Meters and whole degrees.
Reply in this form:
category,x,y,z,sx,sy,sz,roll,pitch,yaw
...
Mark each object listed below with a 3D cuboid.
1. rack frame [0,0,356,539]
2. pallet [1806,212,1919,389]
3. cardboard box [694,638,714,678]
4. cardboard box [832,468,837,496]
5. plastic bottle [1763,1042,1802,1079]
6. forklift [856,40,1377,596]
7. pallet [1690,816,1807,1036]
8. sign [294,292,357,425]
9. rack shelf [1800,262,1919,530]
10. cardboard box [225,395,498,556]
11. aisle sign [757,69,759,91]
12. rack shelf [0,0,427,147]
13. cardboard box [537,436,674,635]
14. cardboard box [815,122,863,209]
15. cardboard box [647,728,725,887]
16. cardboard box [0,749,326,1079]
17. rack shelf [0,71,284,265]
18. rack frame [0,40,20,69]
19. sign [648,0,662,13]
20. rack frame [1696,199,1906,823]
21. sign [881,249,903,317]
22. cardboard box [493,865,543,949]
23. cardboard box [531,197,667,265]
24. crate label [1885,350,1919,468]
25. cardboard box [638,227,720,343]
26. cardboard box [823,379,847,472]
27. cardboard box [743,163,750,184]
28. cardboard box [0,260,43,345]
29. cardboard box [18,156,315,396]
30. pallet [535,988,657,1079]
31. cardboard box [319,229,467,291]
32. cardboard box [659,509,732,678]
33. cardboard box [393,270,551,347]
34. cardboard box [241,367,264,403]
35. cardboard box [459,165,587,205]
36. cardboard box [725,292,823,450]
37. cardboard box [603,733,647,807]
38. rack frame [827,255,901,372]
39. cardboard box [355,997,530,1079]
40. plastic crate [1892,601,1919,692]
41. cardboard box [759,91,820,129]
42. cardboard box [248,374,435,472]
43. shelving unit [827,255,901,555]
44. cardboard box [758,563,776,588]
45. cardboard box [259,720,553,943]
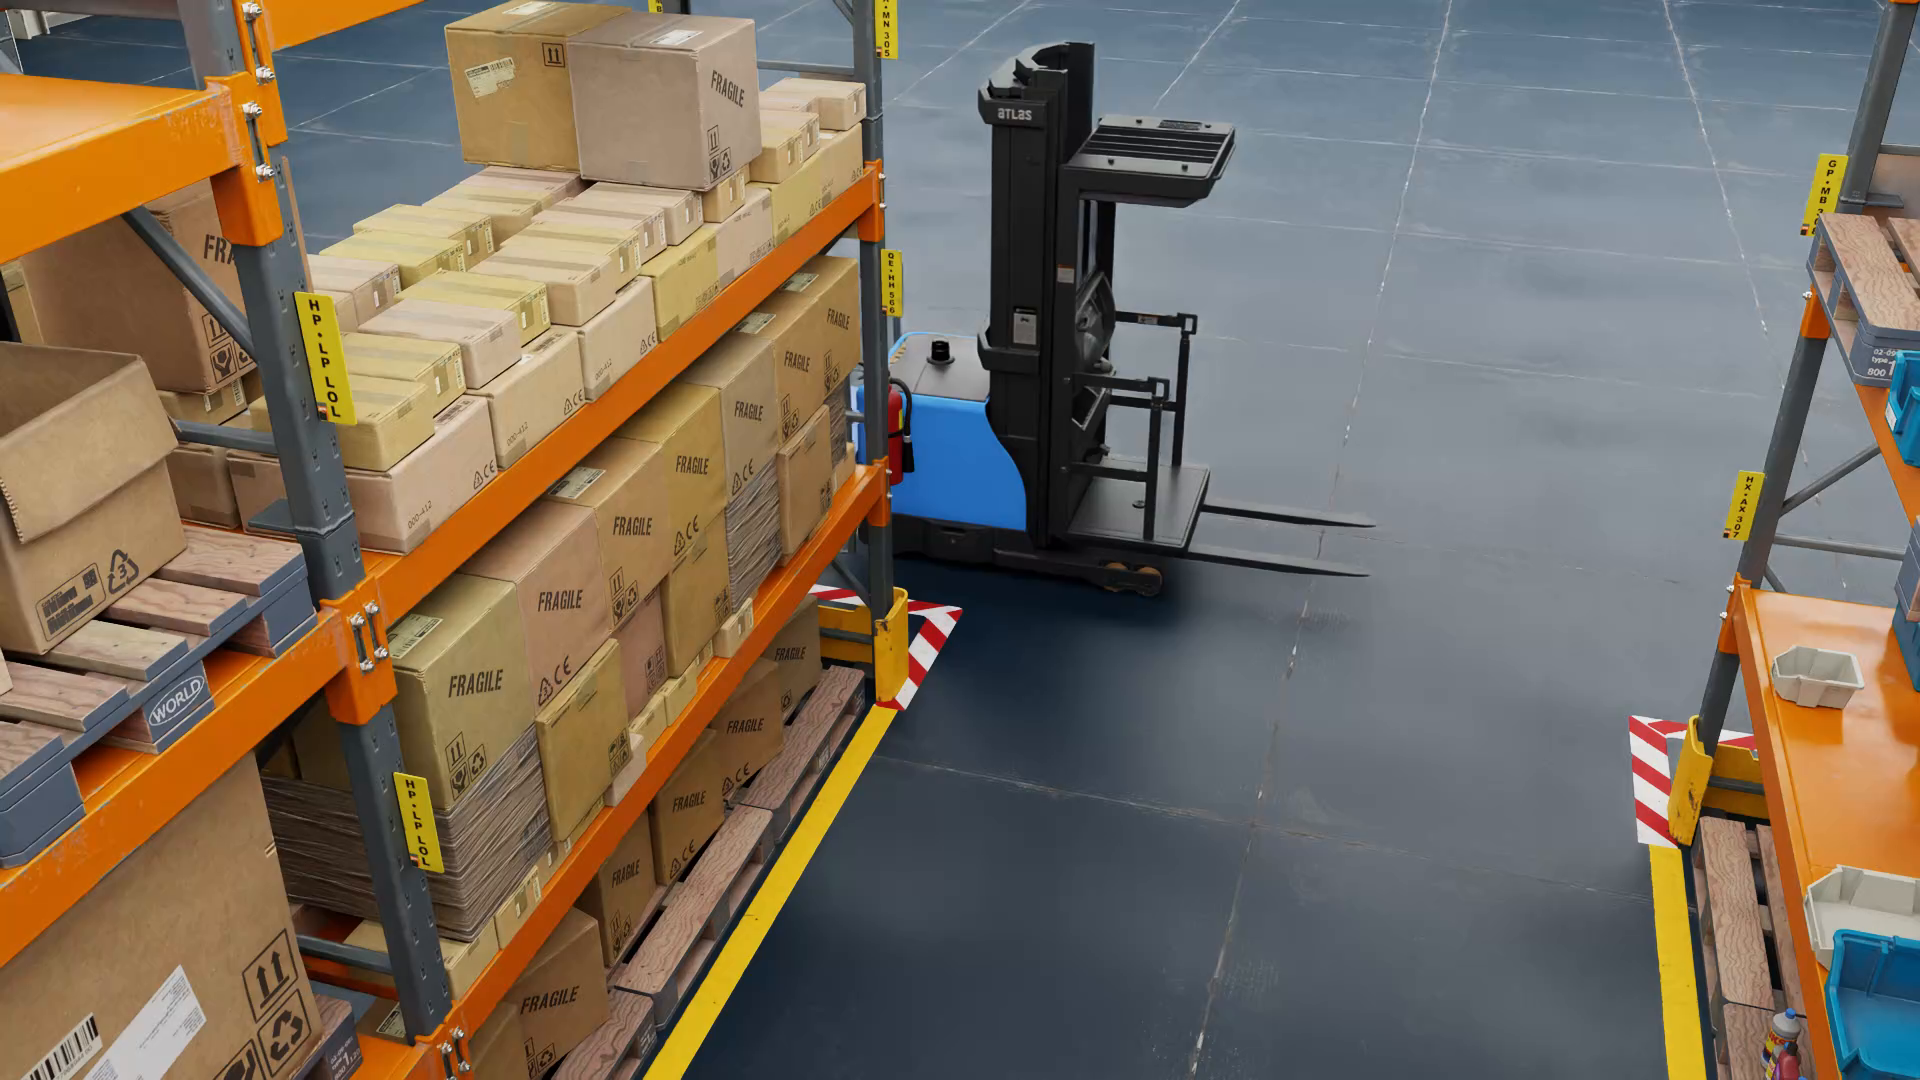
category,x,y,z,sx,sy,sz,roll,pitch,yaw
rack frame,-2.019,-1.414,3.535,1.000,3.000,0.127,8,30,15
pallet,3.553,-0.802,5.715,1.003,0.211,1.213,8,30,15
cardboard box,-1.211,0.439,6.634,0.380,0.149,0.250,8,30,15
cardboard box,-0.805,-0.263,7.896,0.380,0.149,0.250,8,30,15
plastic bottle,3.029,1.933,6.116,0.097,0.201,0.097,0,29,0
forklift,0.958,-1.242,9.467,3.031,2.935,1.130,8,30,14
pallet,3.669,1.693,6.989,1.003,0.211,1.213,8,30,15
sign,-1.487,-0.424,3.903,0.100,0.325,0.005,8,30,15
rack shelf,3.303,-0.011,4.839,1.077,0.370,4.000,8,30,15
cardboard box,-1.642,-0.210,4.611,0.500,0.250,0.500,7,30,13
aisle sign,-1.114,-1.859,7.832,0.394,0.787,0.004,8,30,15
rack shelf,-1.432,-2.027,5.381,1.077,0.370,4.000,8,30,15
cardboard box,-1.351,-0.041,5.800,0.500,0.500,0.500,8,30,15
cardboard box,-0.744,-1.636,7.174,0.500,0.250,0.500,9,30,16
cardboard box,-1.389,1.116,7.297,0.500,0.500,0.500,11,31,20
cardboard box,-2.386,1.111,4.118,1.000,1.000,1.000,9,30,15
rack shelf,-2.606,0.005,2.136,1.077,0.370,4.000,8,30,15
rack frame,-5.557,-1.406,9.692,1.000,3.000,0.127,8,30,15
sign,-1.364,-2.421,7.532,0.100,0.325,0.005,8,30,15
rack frame,3.890,0.056,7.064,1.000,3.000,0.127,8,30,15
sign,-0.320,-1.207,7.817,0.100,0.325,0.005,8,30,15
cardboard box,-1.583,1.146,5.362,0.380,0.149,0.250,8,30,15
cardboard box,-1.239,-1.055,5.719,0.380,0.149,0.250,9,30,16
crate label,3.025,-0.367,4.892,0.502,0.251,0.408,8,30,15
cardboard box,-1.189,-0.932,5.909,0.500,0.250,0.500,8,30,14
cardboard box,-1.033,-0.573,7.786,0.875,0.500,0.500,8,30,15
cardboard box,-1.035,-1.433,6.399,0.380,0.149,0.250,9,30,15
cardboard box,-5.622,-1.292,9.333,0.875,0.550,0.550,8,30,15
cardboard box,-2.131,-0.741,4.487,0.500,0.500,0.500,8,30,13
pallet,-1.856,2.109,6.241,1.003,0.211,1.213,8,30,15
cardboard box,-1.841,-0.885,5.415,0.380,0.149,0.250,10,31,17
cardboard box,-1.411,0.133,6.516,0.875,0.500,0.500,8,30,15
cardboard box,-1.485,-0.696,5.074,0.380,0.149,0.250,9,30,16
cardboard box,-2.034,-0.515,4.749,0.380,0.149,0.250,9,30,15
cardboard box,-1.590,-1.253,6.076,0.380,0.149,0.250,8,30,14
cardboard box,-0.911,-0.738,7.053,0.500,0.500,0.500,8,30,15
cardboard box,-1.359,0.798,5.988,0.380,0.149,0.250,8,30,15
rack frame,-0.617,-1.082,10.652,0.500,1.500,0.032,7,30,13
cardboard box,-1.863,1.936,5.823,0.500,0.500,0.500,8,30,13
plastic crate,4.029,0.396,6.606,0.499,0.251,0.616,8,30,15
cardboard box,-0.817,-1.793,7.046,0.380,0.149,0.250,8,30,13
cardboard box,-1.629,-0.319,4.396,0.380,0.149,0.250,8,30,13
shelving unit,-0.746,-0.843,10.222,0.538,1.500,1.048,7,30,13
cardboard box,-1.031,0.084,7.271,0.380,0.149,0.250,8,30,15
cardboard box,-1.828,0.834,5.257,0.875,0.500,0.500,8,30,15
